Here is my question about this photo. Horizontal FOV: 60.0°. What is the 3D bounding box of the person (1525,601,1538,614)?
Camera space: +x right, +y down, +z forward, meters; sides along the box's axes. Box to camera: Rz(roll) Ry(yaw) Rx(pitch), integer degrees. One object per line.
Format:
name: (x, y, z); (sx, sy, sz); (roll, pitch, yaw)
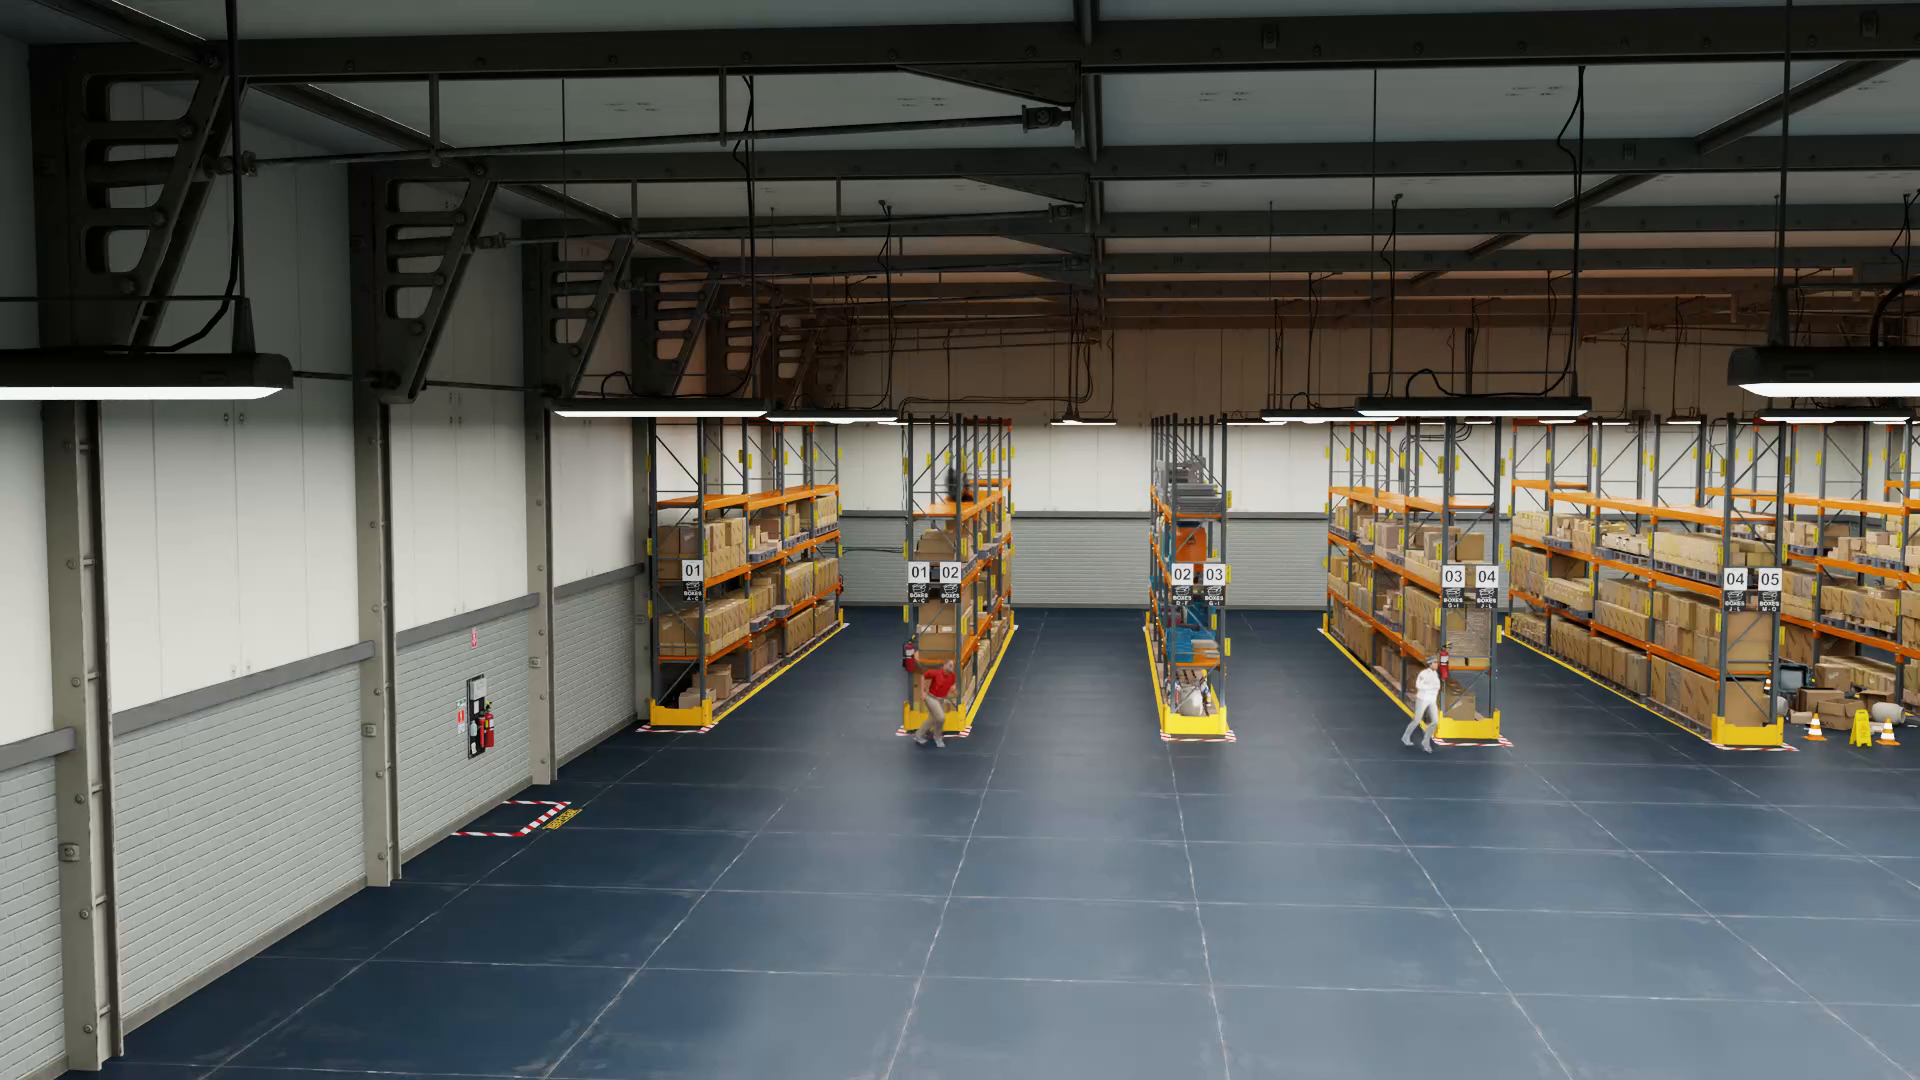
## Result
person: (16.294, 1.752, 47.336); (0.546, 1.599, 0.695); (2, 4, 28)

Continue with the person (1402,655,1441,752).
person: (8.346, 2.898, 29.710); (0.622, 1.710, 0.700); (-2, 4, -29)

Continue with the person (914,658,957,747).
person: (-0.435, 2.929, 30.005); (0.923, 1.650, 0.686); (4, 5, 43)
